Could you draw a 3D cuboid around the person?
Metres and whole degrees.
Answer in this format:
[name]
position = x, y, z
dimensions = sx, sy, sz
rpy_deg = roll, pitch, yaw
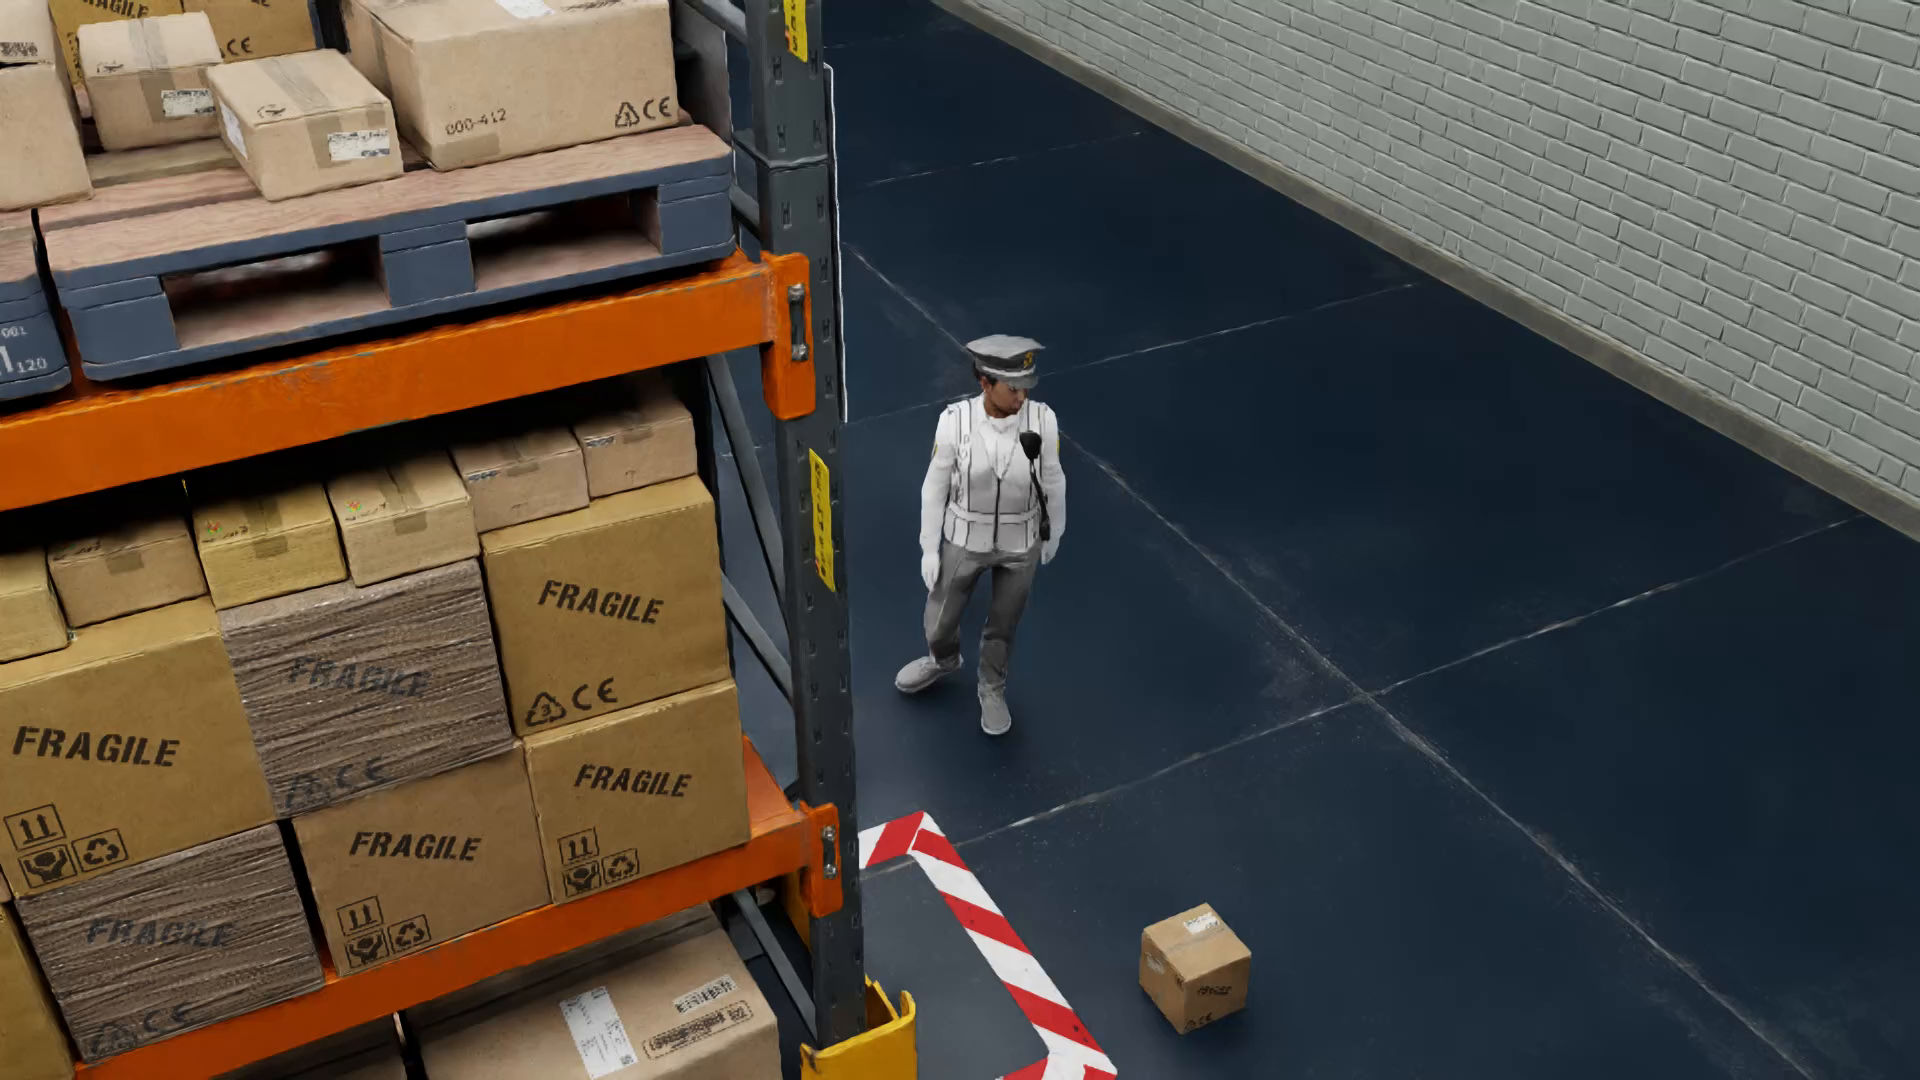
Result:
[person]
position = 0.065, -0.017, 6.131
dimensions = 0.648, 1.659, 0.437
rpy_deg = 0, 33, 0
